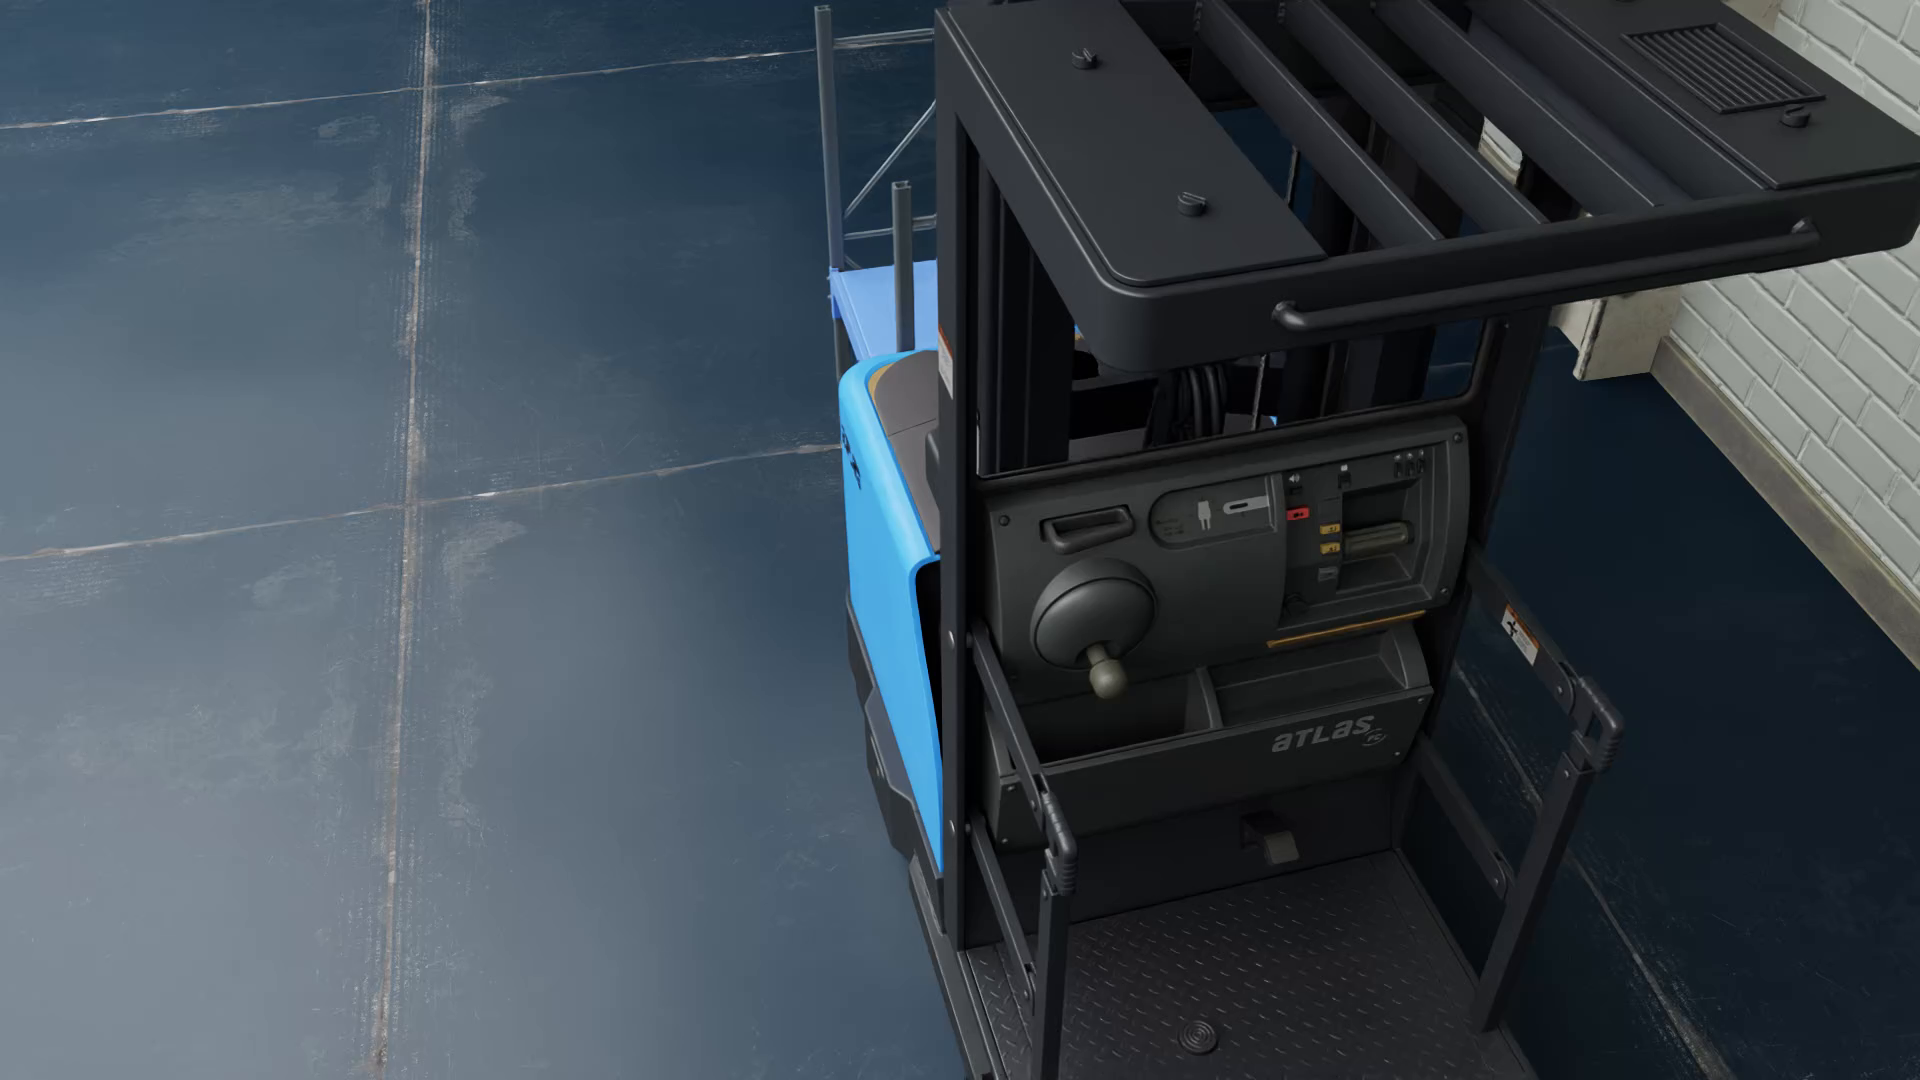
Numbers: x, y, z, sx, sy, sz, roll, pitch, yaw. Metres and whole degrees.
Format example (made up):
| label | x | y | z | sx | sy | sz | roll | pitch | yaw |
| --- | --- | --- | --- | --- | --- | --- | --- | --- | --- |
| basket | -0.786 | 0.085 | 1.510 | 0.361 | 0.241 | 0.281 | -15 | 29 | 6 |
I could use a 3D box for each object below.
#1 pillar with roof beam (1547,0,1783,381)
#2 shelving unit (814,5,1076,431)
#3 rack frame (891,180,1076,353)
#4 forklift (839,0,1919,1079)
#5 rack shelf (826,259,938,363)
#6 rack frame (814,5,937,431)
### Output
| label | x | y | z | sx | sy | sz | roll | pitch | yaw |
| --- | --- | --- | --- | --- | --- | --- | --- | --- | --- |
| pillar with roof beam | -1.905 | -3.460 | 2.370 | 9.100 | 9.000 | 0.400 | -8 | 42 | -9 |
| shelving unit | -0.040 | -0.645 | 4.846 | 0.538 | 1.500 | 1.048 | -9 | 42 | -10 |
| rack frame | 0.083 | -0.317 | 4.478 | 0.500 | 1.500 | 0.032 | -9 | 42 | -10 |
| forklift | 0.567 | 0.118 | 2.910 | 1.130 | 2.935 | 3.031 | -10 | 43 | -11 |
| rack shelf | -0.040 | -0.510 | 4.966 | 0.538 | 0.185 | 1.000 | -9 | 42 | -10 |
| rack frame | -0.164 | -0.972 | 5.215 | 0.500 | 1.500 | 0.032 | -9 | 42 | -10 |
